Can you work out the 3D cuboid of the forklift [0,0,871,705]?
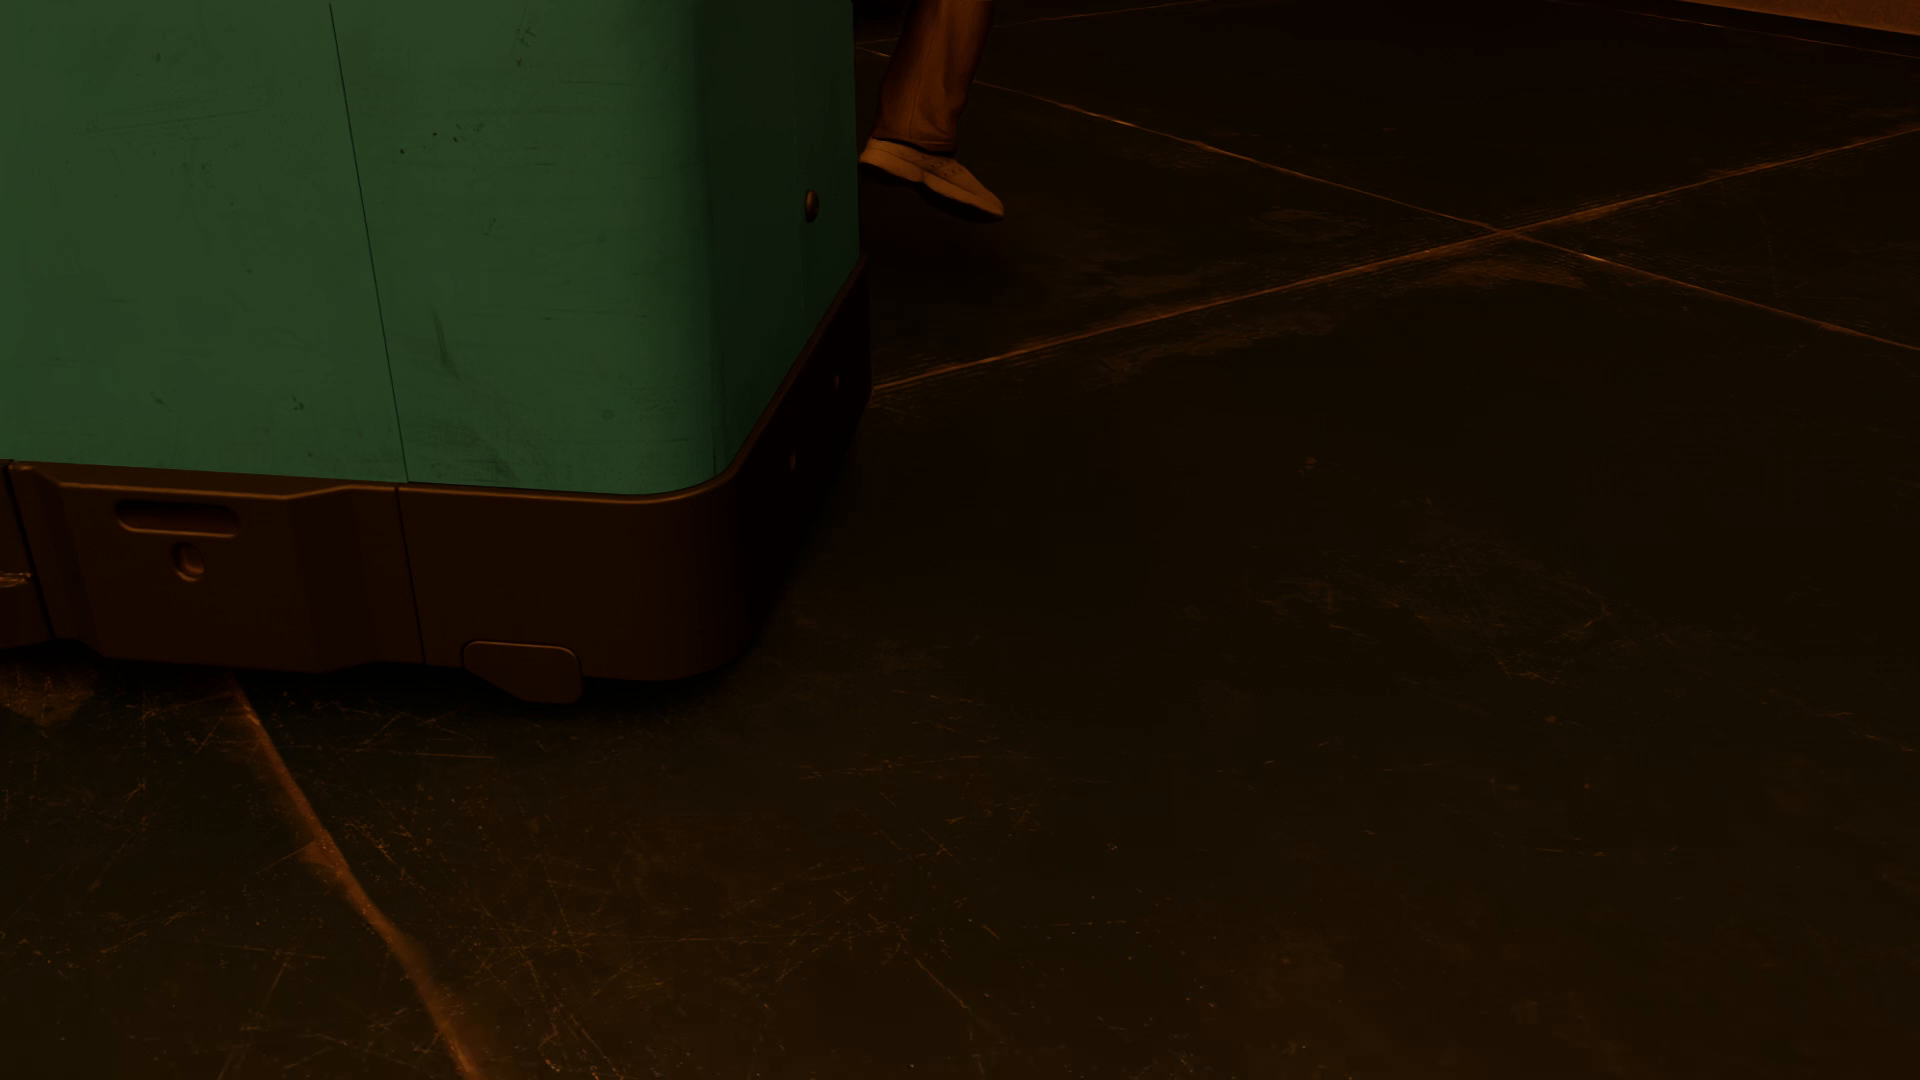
[{"bbox_3d":[-1.709,-1.392,2.006,3.031,2.935,1.130,3,27,7],"label":"forklift"}]

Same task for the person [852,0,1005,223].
[{"bbox_3d":[-0.288,-1.401,3.661,0.675,1.544,0.830,-17,31,-30],"label":"person"}]
